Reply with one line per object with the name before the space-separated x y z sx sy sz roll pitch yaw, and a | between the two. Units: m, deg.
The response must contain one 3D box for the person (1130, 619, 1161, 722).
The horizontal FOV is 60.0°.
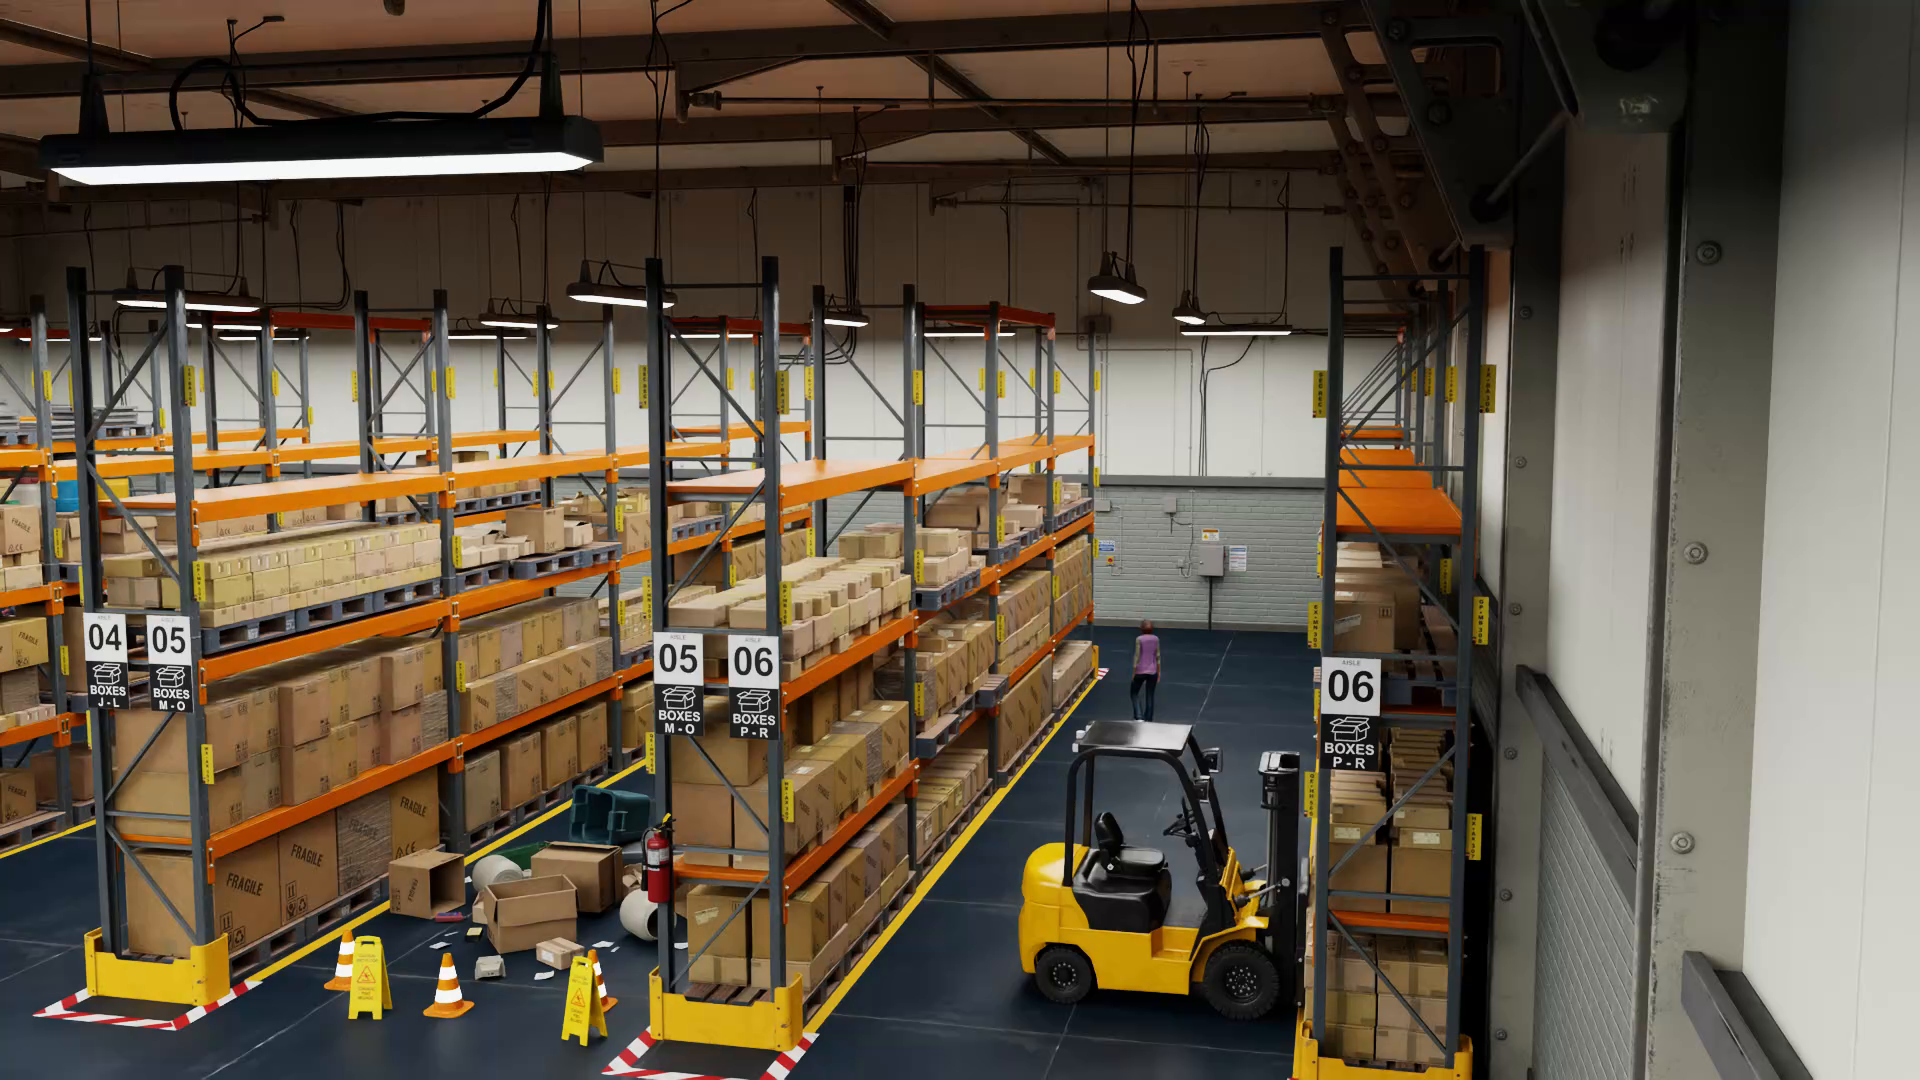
person | 2.693 1.952 24.055 0.443 1.623 0.362 -1 6 -14
